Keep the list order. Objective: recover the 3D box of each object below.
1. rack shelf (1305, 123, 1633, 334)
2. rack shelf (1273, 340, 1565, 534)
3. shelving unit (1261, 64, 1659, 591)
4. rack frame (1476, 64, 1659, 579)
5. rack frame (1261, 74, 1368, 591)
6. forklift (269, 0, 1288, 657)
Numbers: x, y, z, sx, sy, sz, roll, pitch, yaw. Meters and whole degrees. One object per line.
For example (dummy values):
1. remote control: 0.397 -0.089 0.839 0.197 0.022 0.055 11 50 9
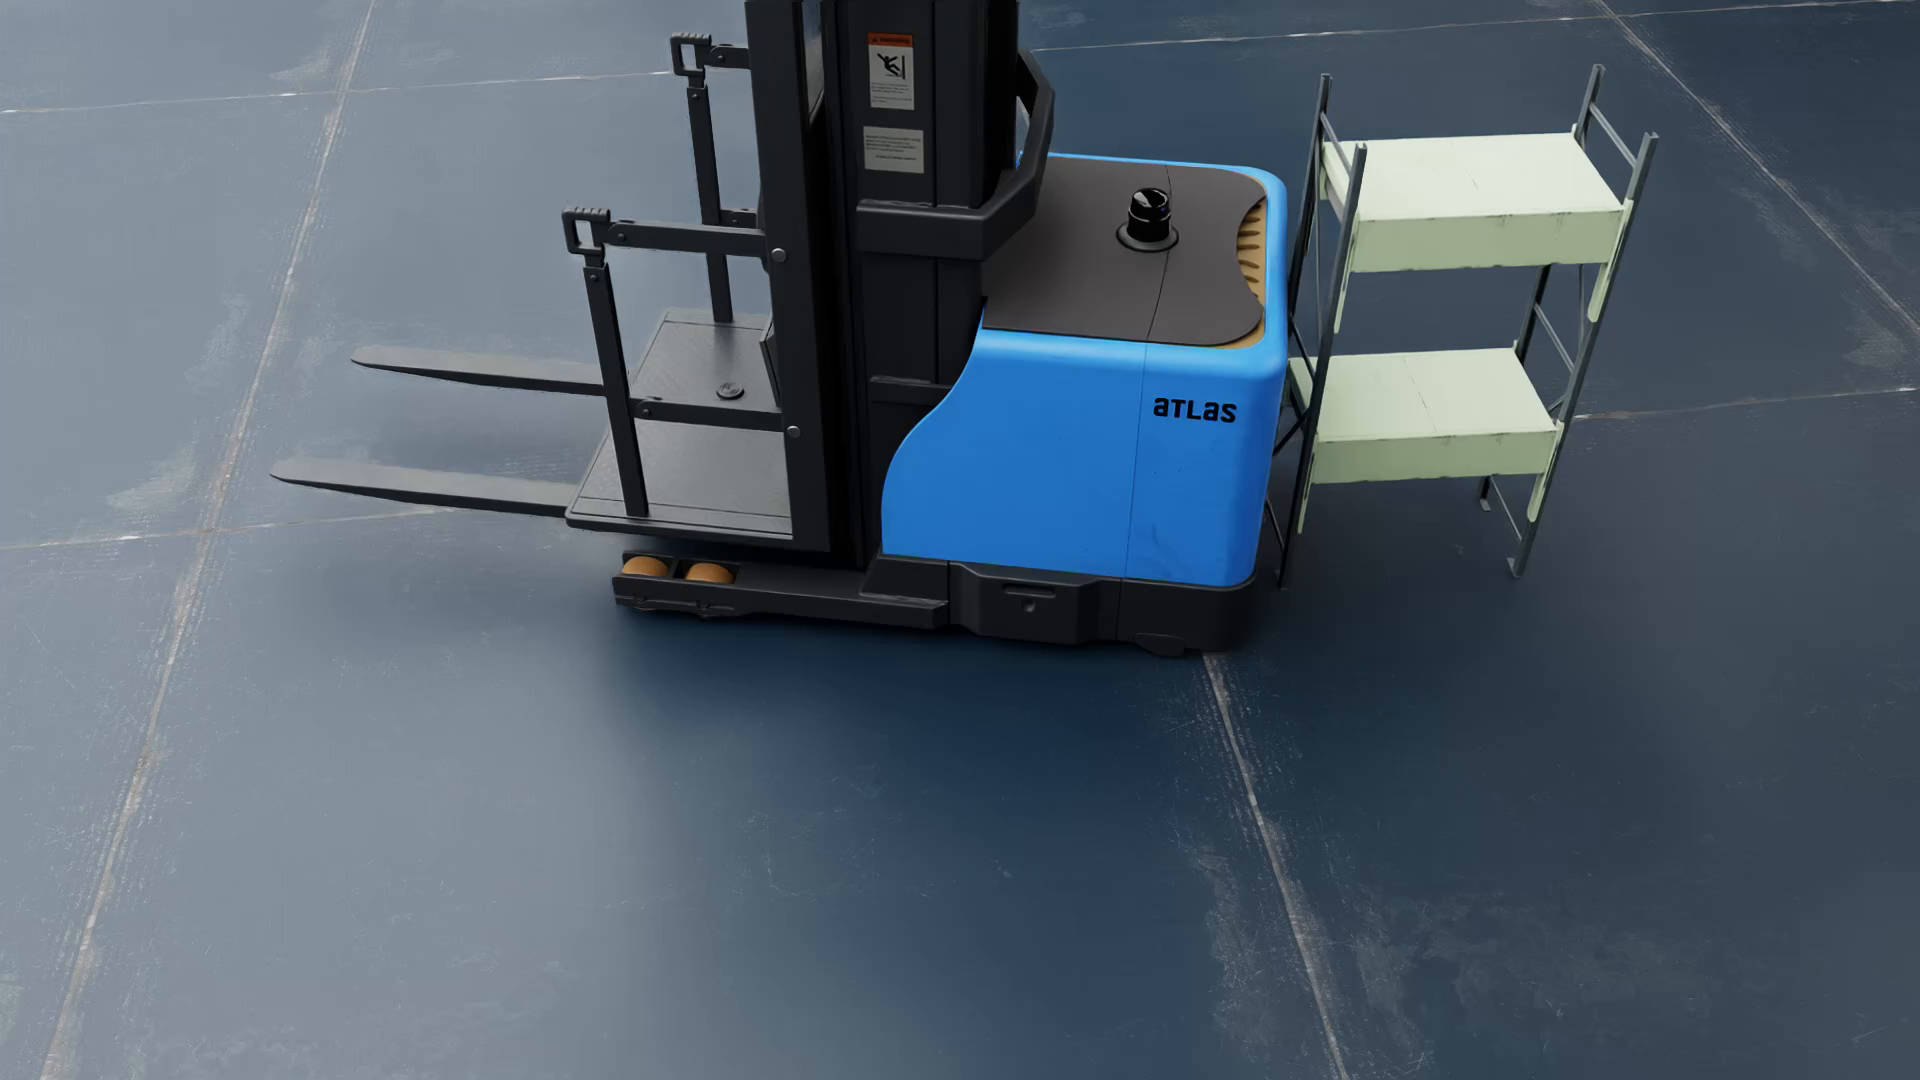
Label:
1. rack shelf: 1.339 -0.843 4.482 0.720 0.370 0.431 -3 42 -3
2. rack shelf: 1.339 -0.311 4.961 0.720 0.370 0.431 -3 42 -3
3. shelving unit: 1.339 -0.553 4.743 0.755 1.500 0.431 -3 42 -3
4. rack frame: 1.704 -0.571 4.763 0.023 1.500 0.400 -3 42 -3
5. rack frame: 0.974 -0.535 4.723 0.023 1.500 0.400 -3 42 -3
6. forklift: -0.595 -1.201 4.393 3.031 2.935 1.130 6 42 6
